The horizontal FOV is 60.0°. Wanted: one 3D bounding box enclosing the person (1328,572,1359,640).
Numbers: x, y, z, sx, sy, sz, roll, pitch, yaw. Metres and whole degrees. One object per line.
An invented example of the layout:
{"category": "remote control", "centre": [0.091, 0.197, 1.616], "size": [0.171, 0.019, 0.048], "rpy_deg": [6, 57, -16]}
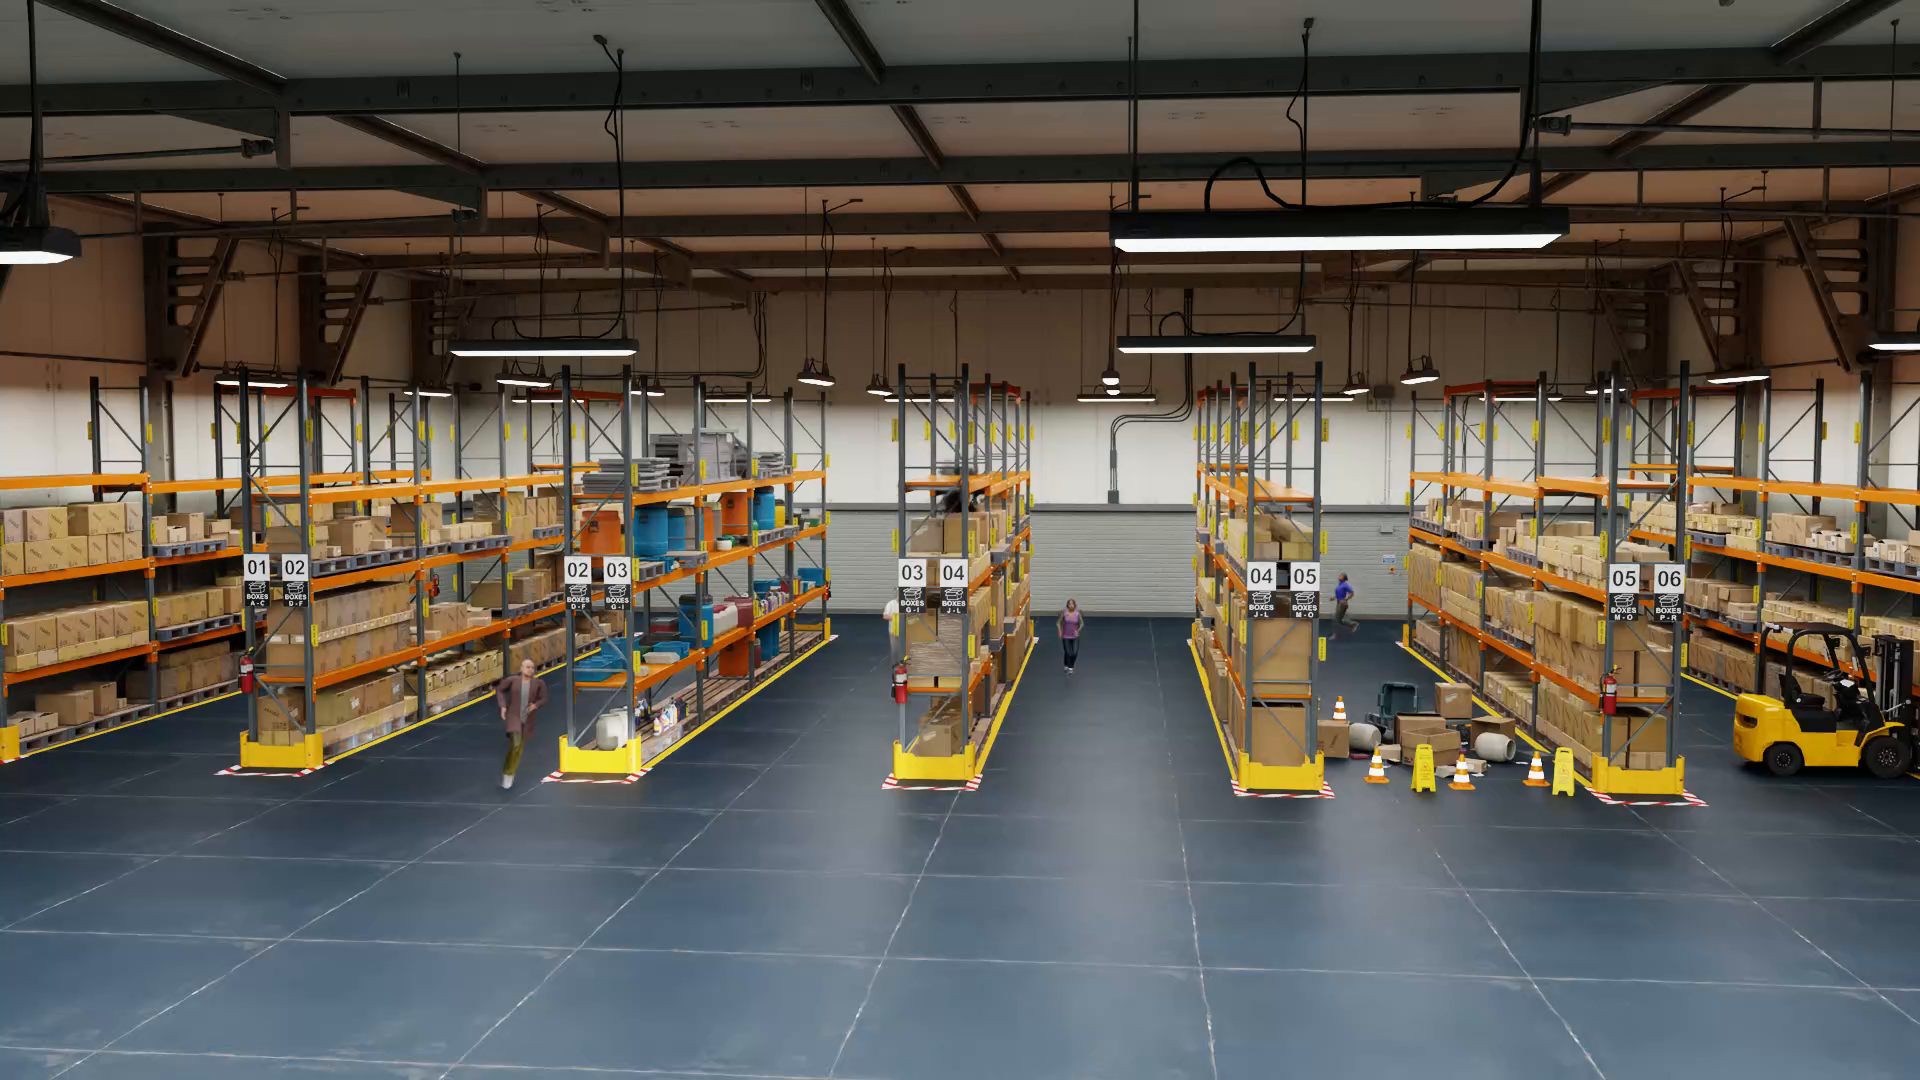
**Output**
{"category": "person", "centre": [9.338, 1.609, 40.423], "size": [0.791, 1.649, 0.578], "rpy_deg": [0, 4, -4]}

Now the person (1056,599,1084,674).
{"category": "person", "centre": [2.176, 1.913, 32.681], "size": [0.531, 1.506, 0.486], "rpy_deg": [0, 4, -2]}

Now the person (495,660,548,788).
{"category": "person", "centre": [-6.257, 2.615, 23.797], "size": [0.693, 1.809, 0.734], "rpy_deg": [-2, 4, -31]}

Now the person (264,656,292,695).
{"category": "person", "centre": [-11.522, 2.339, 28.274], "size": [0.678, 1.729, 0.643], "rpy_deg": [1, 4, 9]}

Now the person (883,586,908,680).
{"category": "person", "centre": [-1.144, 1.796, 31.697], "size": [0.642, 1.870, 0.732], "rpy_deg": [0, 4, 0]}
